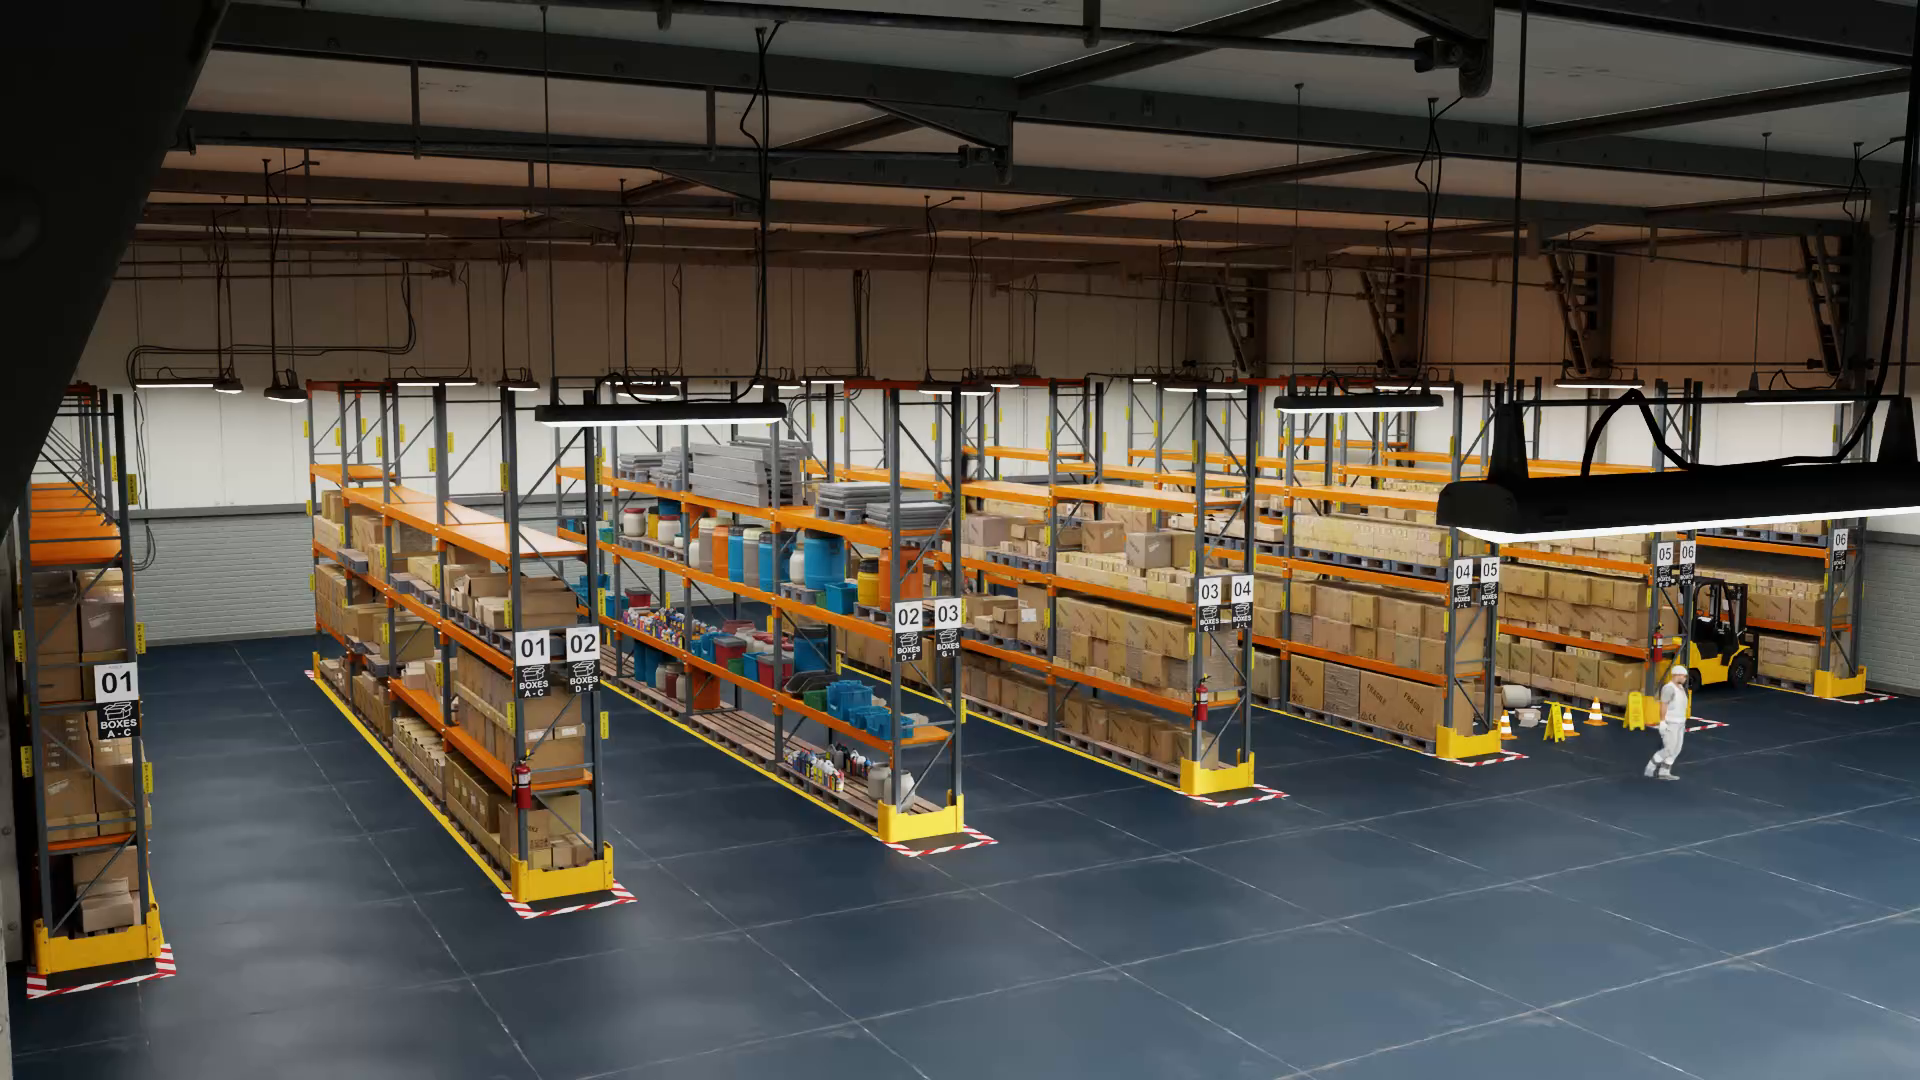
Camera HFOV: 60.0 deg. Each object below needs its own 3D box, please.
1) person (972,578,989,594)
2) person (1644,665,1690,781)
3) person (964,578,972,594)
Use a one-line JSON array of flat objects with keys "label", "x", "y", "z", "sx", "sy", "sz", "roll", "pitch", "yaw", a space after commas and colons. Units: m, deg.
[{"label": "person", "x": 0.524, "y": 0.808, "z": 43.833, "sx": 0.602, "sy": 1.707, "sz": 0.914, "roll": 3, "pitch": 7, "yaw": 23}, {"label": "person", "x": 10.713, "y": 2.772, "z": 25.192, "sx": 0.686, "sy": 1.761, "sz": 0.506, "roll": -6, "pitch": 9, "yaw": -45}, {"label": "person", "x": 0.093, "y": 1.640, "z": 34.793, "sx": 0.650, "sy": 1.766, "sz": 0.772, "roll": -3, "pitch": 7, "yaw": -28}]
